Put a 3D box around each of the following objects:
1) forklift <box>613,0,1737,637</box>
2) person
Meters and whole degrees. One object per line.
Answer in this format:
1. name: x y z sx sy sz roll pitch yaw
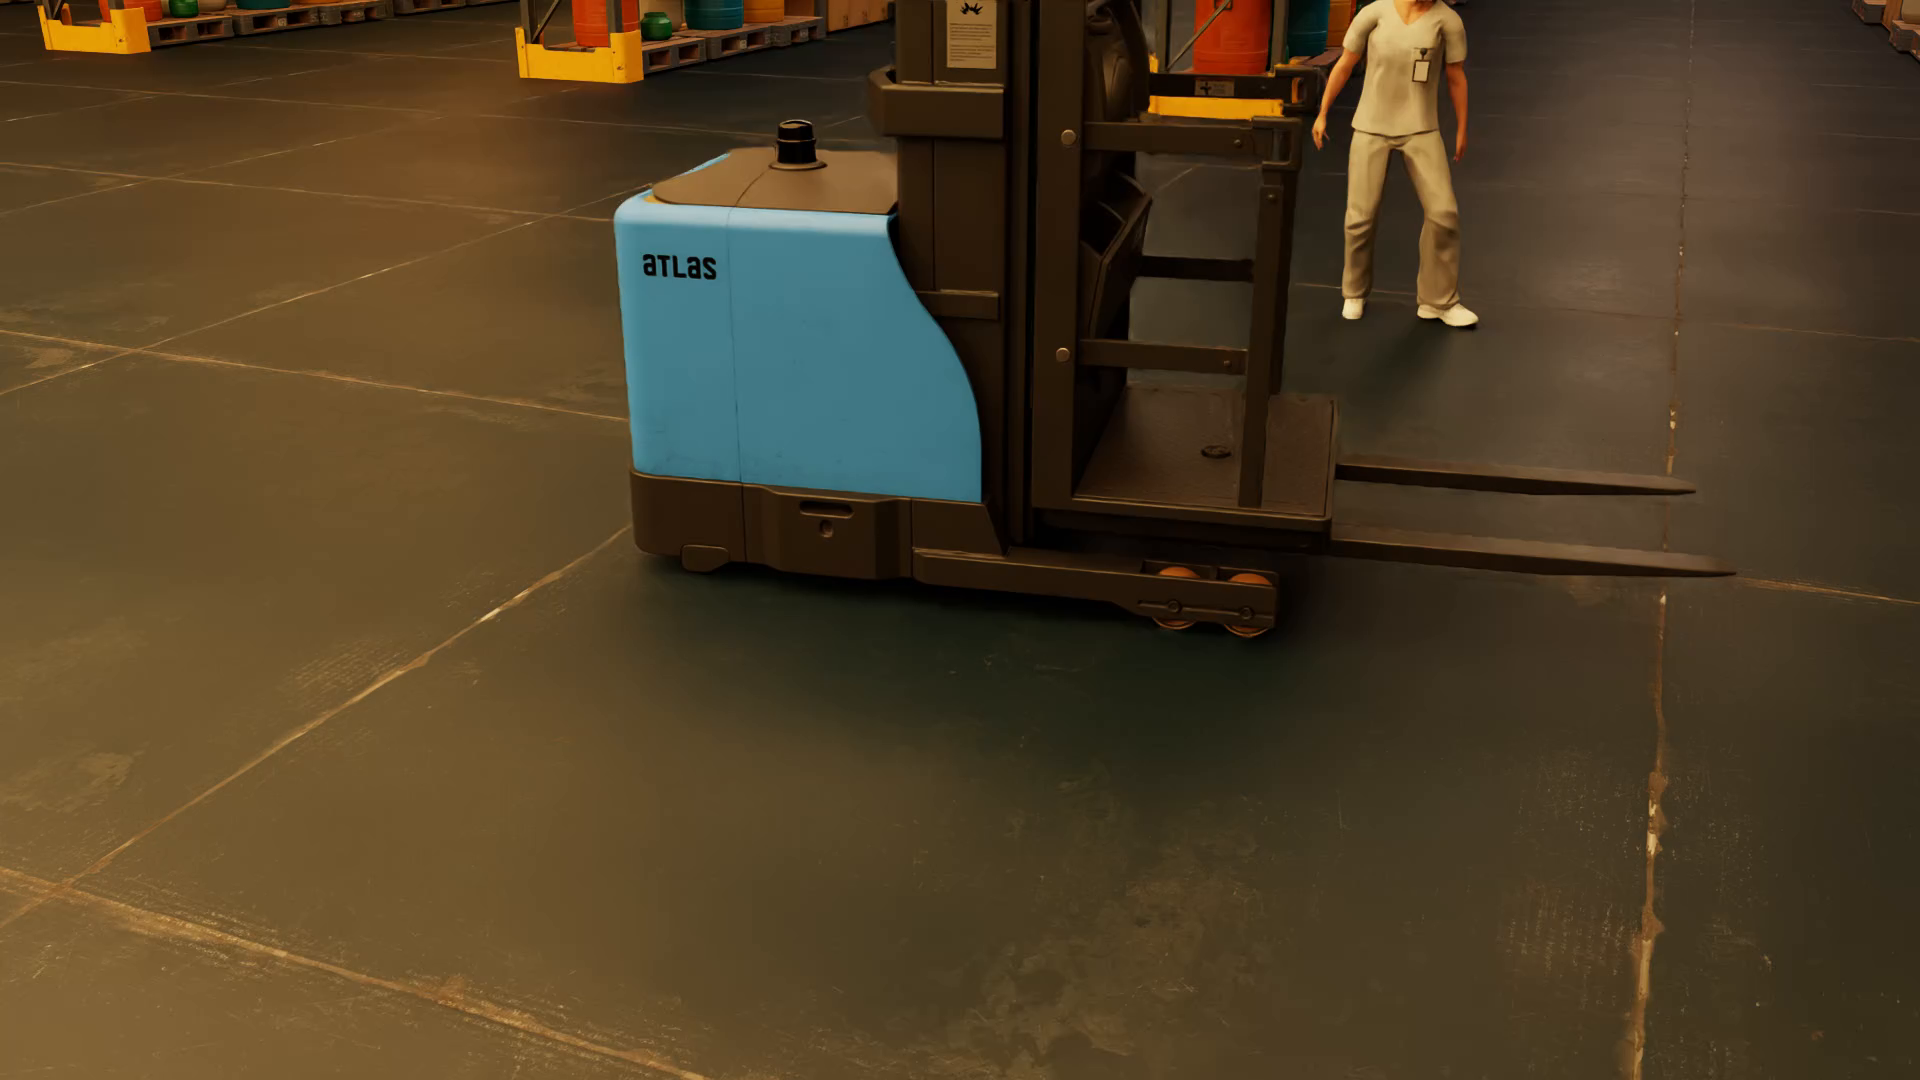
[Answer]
1. forklift: 0.614 -1.318 4.445 3.031 2.935 1.130 5 23 12
2. person: 1.928 -1.762 7.214 0.791 1.643 0.398 6 23 14
